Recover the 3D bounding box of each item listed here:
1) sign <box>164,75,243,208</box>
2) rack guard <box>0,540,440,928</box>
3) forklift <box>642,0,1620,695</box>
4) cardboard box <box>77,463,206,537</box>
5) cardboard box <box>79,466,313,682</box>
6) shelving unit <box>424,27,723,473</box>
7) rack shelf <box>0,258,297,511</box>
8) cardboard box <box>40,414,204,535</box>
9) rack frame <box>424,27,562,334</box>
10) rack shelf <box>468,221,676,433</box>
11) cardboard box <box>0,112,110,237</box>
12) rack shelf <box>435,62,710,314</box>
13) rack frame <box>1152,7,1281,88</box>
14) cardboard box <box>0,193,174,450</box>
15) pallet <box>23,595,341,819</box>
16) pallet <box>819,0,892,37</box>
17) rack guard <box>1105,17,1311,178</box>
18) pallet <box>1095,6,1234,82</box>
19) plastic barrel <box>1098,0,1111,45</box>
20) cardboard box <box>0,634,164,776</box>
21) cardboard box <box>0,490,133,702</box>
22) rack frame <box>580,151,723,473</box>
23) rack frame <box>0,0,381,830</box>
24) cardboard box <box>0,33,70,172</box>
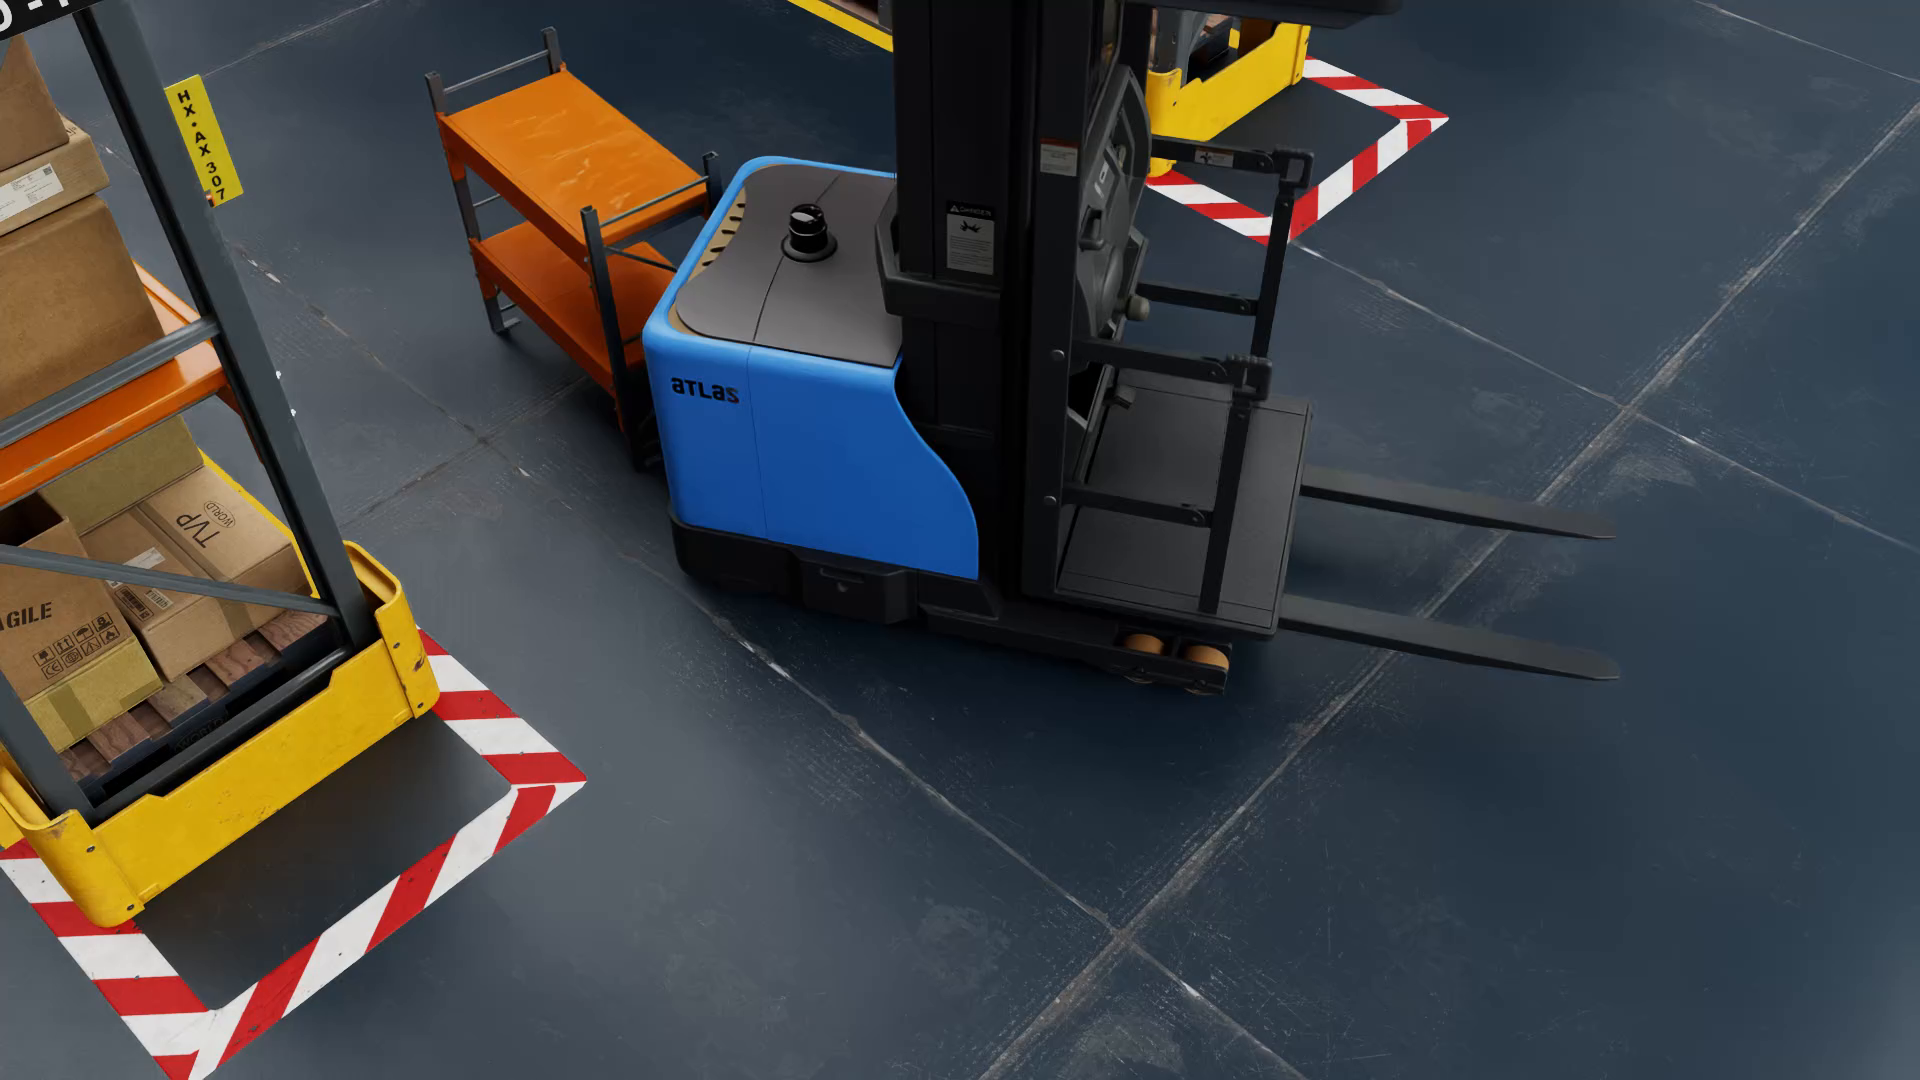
[{"bbox_3d":[-1.786,-0.934,3.921,0.005,0.325,0.100,34,55,28],"label":"sign"},{"bbox_3d":[-2.149,0.551,4.890,0.348,0.500,1.175,34,55,28],"label":"rack guard"},{"bbox_3d":[0.620,-0.942,4.624,3.031,2.935,1.130,11,48,10],"label":"forklift"},{"bbox_3d":[-2.780,-0.149,5.430,0.500,0.250,0.500,34,55,28],"label":"cardboard box"},{"bbox_3d":[-2.410,0.097,5.200,0.500,0.250,0.500,34,55,28],"label":"cardboard box"},{"bbox_3d":[-1.310,-1.035,5.951,0.538,1.125,1.048,-32,54,-26],"label":"shelving unit"},{"bbox_3d":[-3.636,-1.059,5.180,4.000,0.370,1.077,34,55,28],"label":"rack shelf"},{"bbox_3d":[-2.779,-0.406,5.157,0.500,0.500,0.500,34,55,28],"label":"cardboard box"},{"bbox_3d":[-1.637,-1.319,6.217,0.500,1.125,0.032,-32,54,-26],"label":"rack frame"},{"bbox_3d":[-1.310,-0.868,6.129,0.538,0.278,1.000,-32,54,-26],"label":"rack shelf"},{"bbox_3d":[-2.309,-0.882,4.007,0.250,0.149,0.380,34,55,27],"label":"cardboard box"},{"bbox_3d":[-1.310,-1.236,5.737,0.538,0.278,1.000,-32,54,-26],"label":"rack shelf"},{"bbox_3d":[1.196,-2.968,6.479,0.127,3.000,1.000,34,55,28],"label":"rack frame"},{"bbox_3d":[-2.501,-0.588,4.176,0.500,0.500,0.700,34,55,28],"label":"cardboard box"},{"bbox_3d":[-2.757,0.282,5.340,1.213,0.211,1.003,34,55,28],"label":"pallet"},{"bbox_3d":[-0.378,-3.034,8.454,1.213,0.211,1.003,34,55,28],"label":"pallet"},{"bbox_3d":[1.108,-2.125,7.402,0.348,0.500,1.175,34,55,28],"label":"rack guard"},{"bbox_3d":[0.514,-2.431,7.887,1.213,0.211,1.003,34,55,28],"label":"pallet"},{"bbox_3d":[0.660,-2.545,7.500,0.421,0.512,0.421,0,47,0],"label":"plastic barrel"},{"bbox_3d":[-2.761,0.374,4.939,0.500,0.250,0.500,34,55,28],"label":"cardboard box"},{"bbox_3d":[-2.763,0.119,4.665,0.500,0.500,0.500,34,55,28],"label":"cardboard box"},{"bbox_3d":[-0.983,-0.752,5.684,0.500,1.125,0.032,-32,54,-26],"label":"rack frame"},{"bbox_3d":[-2.167,-0.316,3.989,0.127,3.000,1.000,34,55,28],"label":"rack frame"},{"bbox_3d":[-2.540,-1.058,3.728,0.500,0.500,0.700,34,55,28],"label":"cardboard box"}]
